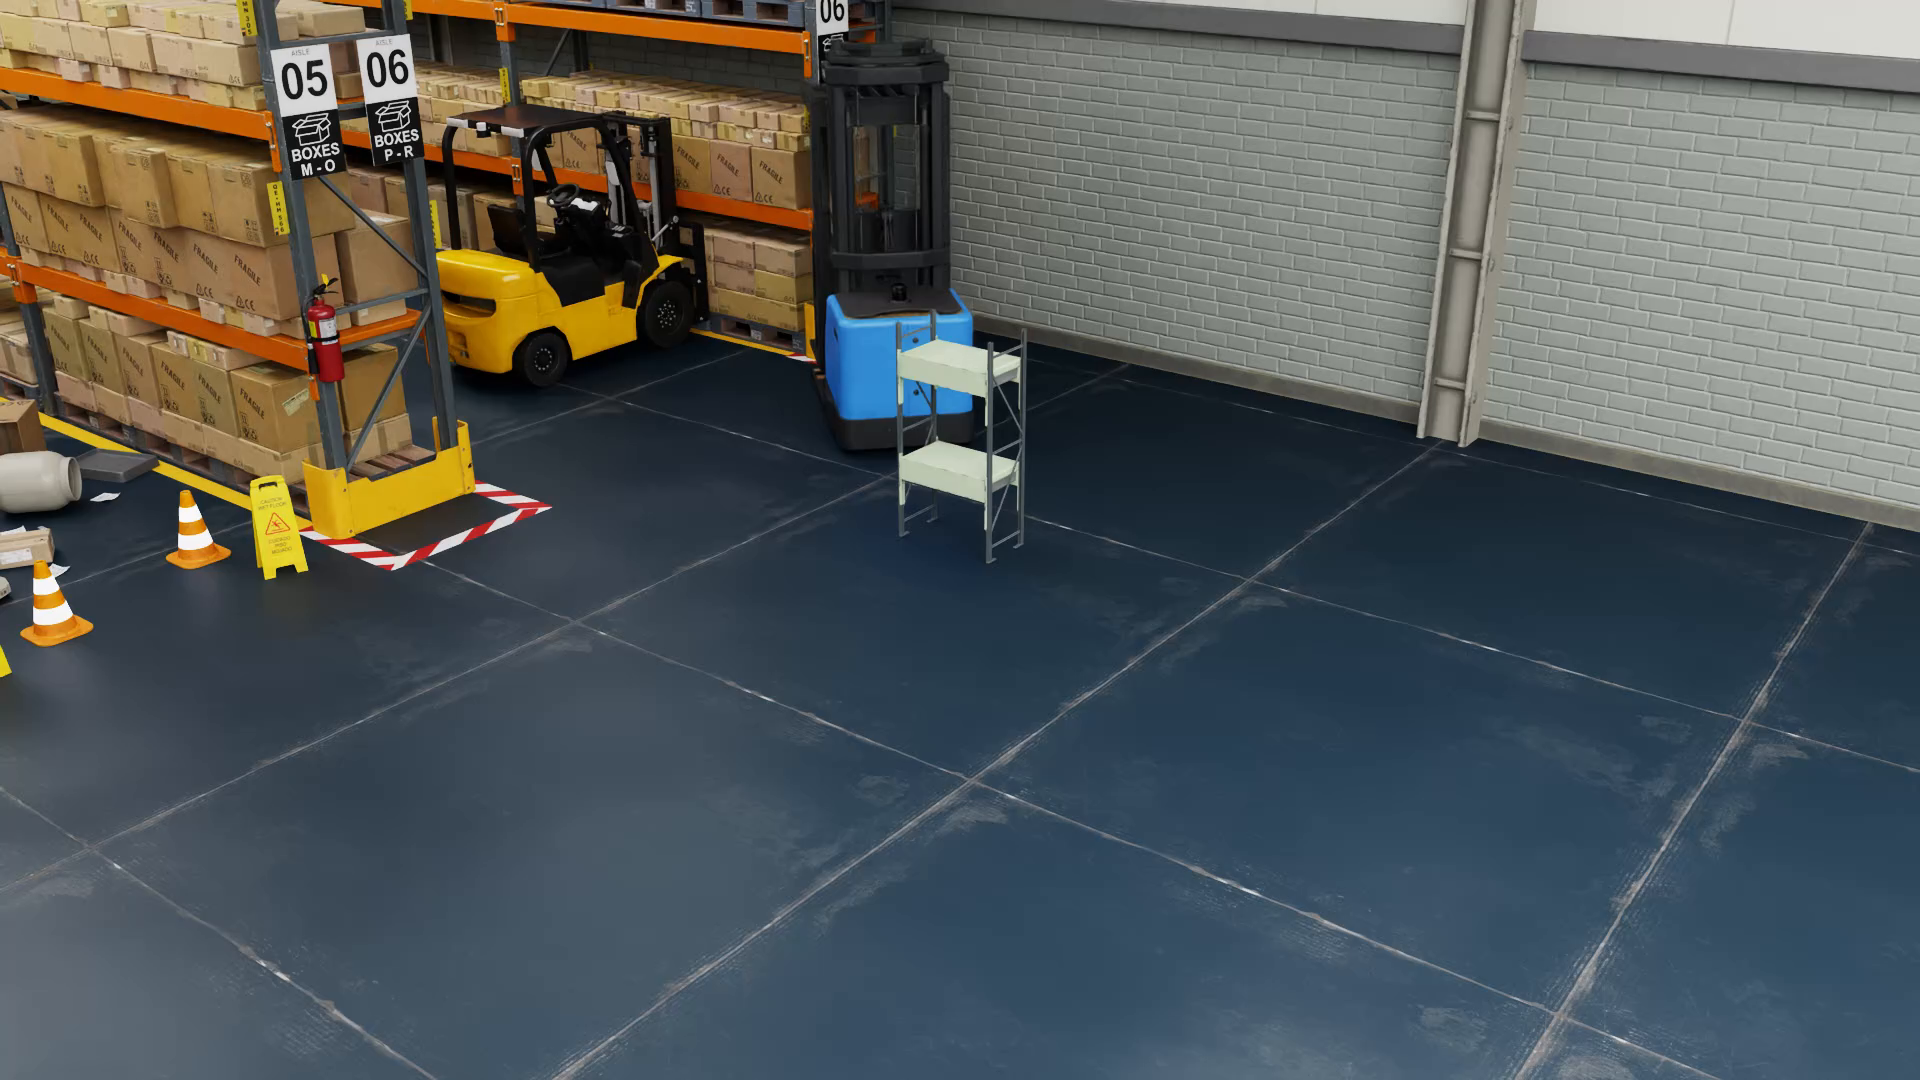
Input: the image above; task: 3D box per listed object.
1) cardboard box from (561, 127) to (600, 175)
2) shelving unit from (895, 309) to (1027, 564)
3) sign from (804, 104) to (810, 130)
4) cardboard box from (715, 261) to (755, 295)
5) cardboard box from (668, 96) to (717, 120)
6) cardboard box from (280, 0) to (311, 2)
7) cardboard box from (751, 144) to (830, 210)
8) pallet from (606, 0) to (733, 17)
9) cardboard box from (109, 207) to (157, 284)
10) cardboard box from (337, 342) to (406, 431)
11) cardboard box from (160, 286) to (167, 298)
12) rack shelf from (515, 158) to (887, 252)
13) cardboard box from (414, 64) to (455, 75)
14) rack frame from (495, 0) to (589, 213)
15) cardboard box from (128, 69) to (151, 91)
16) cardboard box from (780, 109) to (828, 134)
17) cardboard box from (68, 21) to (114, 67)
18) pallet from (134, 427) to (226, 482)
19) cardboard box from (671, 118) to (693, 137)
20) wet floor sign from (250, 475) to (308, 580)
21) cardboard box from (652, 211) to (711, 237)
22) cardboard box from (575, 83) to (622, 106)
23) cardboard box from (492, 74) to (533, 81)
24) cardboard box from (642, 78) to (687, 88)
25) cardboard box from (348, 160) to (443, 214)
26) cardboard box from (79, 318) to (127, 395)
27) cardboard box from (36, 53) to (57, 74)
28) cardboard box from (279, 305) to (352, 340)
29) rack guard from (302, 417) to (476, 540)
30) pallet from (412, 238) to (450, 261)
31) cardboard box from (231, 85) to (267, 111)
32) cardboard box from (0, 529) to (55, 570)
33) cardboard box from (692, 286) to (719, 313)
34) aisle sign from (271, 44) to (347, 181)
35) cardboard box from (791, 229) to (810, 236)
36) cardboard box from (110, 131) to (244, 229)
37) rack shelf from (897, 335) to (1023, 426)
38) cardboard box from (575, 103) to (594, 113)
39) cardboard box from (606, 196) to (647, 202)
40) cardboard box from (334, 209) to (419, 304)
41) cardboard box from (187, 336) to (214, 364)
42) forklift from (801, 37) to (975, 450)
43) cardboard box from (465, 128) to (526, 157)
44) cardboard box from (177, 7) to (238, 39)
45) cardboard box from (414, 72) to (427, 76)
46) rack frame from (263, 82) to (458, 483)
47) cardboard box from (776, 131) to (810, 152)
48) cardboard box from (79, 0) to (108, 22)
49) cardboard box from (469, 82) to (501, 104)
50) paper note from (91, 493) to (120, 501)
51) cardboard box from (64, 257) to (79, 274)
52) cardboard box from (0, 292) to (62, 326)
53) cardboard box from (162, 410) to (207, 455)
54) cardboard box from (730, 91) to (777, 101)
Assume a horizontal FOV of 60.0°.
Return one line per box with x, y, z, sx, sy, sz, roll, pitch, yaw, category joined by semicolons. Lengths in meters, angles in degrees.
-3.520;-3.879;16.209;0.500;0.500;0.500;17;29;34;cardboard box
0.005;-0.685;10.944;0.755;1.500;0.431;17;29;33;shelving unit
-1.281;-3.644;14.071;0.005;0.325;0.100;17;29;33;sign
-1.916;-2.482;15.432;0.500;0.250;0.500;16;29;33;cardboard box
-2.439;-3.951;15.200;0.250;0.149;0.380;17;29;34;cardboard box
-4.611;-3.571;11.236;0.250;0.149;0.380;17;29;33;cardboard box
-1.496;-3.258;14.800;0.500;0.500;0.500;16;28;32;cardboard box
-2.475;-4.984;15.231;1.213;0.211;1.003;17;29;33;pallet
-5.708;-2.173;11.969;0.500;0.500;0.500;17;29;34;cardboard box
-4.417;-1.142;12.082;0.500;0.500;0.500;16;28;32;cardboard box
-5.557;-1.858;12.058;0.250;0.149;0.380;17;29;33;cardboard box
-2.545;-3.332;15.985;4.000;0.370;1.077;17;29;33;rack shelf
-5.724;-5.077;18.123;0.250;0.149;0.380;18;29;35;cardboard box
-4.145;-4.145;16.937;0.127;3.000;1.000;17;29;33;rack frame
-5.379;-3.148;11.265;0.250;0.149;0.380;16;28;32;cardboard box
-1.357;-3.675;14.573;0.250;0.149;0.380;17;29;33;cardboard box
-5.715;-3.420;11.388;0.500;0.250;0.500;17;29;34;cardboard box
-5.580;-0.821;12.851;1.213;0.211;1.003;17;29;33;pallet
-2.431;-3.816;15.262;0.250;0.149;0.380;17;29;34;cardboard box
-4.408;-0.107;10.692;0.267;0.644;0.232;-15;28;-30;wet floor sign
-2.723;-2.945;15.864;0.500;0.250;0.500;16;28;32;cardboard box
-3.451;-4.263;15.907;0.250;0.149;0.380;18;29;34;cardboard box
-4.680;-4.784;17.460;0.250;0.149;0.380;17;29;33;cardboard box
-2.879;-4.401;16.220;0.250;0.149;0.380;16;29;32;cardboard box
-6.327;-3.907;18.822;0.625;0.625;0.875;18;29;35;cardboard box
-6.373;-1.464;12.812;0.500;0.500;0.500;18;30;35;cardboard box
-6.400;-3.467;11.990;0.250;0.149;0.380;18;29;35;cardboard box
-4.346;-1.482;11.205;0.250;0.149;0.380;18;29;35;cardboard box
-3.979;-0.450;11.651;0.348;0.500;1.175;17;29;33;rack guard
-5.738;-3.329;18.545;1.213;0.211;1.003;17;29;33;pallet
-4.371;-2.829;10.542;0.250;0.149;0.380;17;29;34;cardboard box
-6.178;0.064;10.920;0.380;0.149;0.250;-10;26;-21;cardboard box
-2.297;-2.371;15.799;0.500;0.250;0.500;17;29;34;cardboard box
-4.043;-2.656;10.335;0.004;0.787;0.394;17;29;33;aisle sign
-1.215;-2.747;15.413;0.500;0.250;0.500;16;29;33;cardboard box
-5.328;-2.483;11.432;0.500;0.500;0.700;16;29;33;cardboard box
0.005;-1.042;10.787;0.720;0.370;0.431;17;29;33;rack shelf
-3.461;-4.126;15.966;0.250;0.149;0.380;18;29;34;cardboard box
-3.221;-3.362;16.810;0.500;0.250;0.500;16;29;33;cardboard box
-4.131;-1.961;11.488;0.500;0.500;0.500;16;29;33;cardboard box
-5.249;-1.388;11.834;0.250;0.149;0.380;17;29;34;cardboard box
-0.667;-2.588;13.489;1.130;2.935;3.031;-4;24;-10;forklift
-4.705;-4.114;17.053;0.500;0.250;0.500;18;29;34;cardboard box
-4.764;-3.315;10.656;0.250;0.149;0.380;16;29;33;cardboard box
-5.850;-4.837;17.580;0.250;0.149;0.380;16;28;32;cardboard box
-3.918;-1.575;11.105;0.127;3.000;1.000;17;29;33;rack frame
-1.390;-3.514;14.576;0.250;0.149;0.380;17;29;34;cardboard box
-5.769;-3.635;11.381;0.250;0.149;0.380;17;29;34;cardboard box
-4.769;-4.555;16.940;0.250;0.149;0.380;16;29;33;cardboard box
-6.128;-0.313;11.922;0.148;0.019;0.142;7;25;15;paper note
-6.595;-2.149;12.719;0.250;0.149;0.380;17;29;33;cardboard box
-8.117;-1.831;14.424;0.625;0.372;0.950;19;30;36;cardboard box
-5.558;-0.871;12.395;0.500;0.250;0.500;16;28;31;cardboard box
-1.909;-4.060;15.448;0.250;0.149;0.380;18;29;35;cardboard box
